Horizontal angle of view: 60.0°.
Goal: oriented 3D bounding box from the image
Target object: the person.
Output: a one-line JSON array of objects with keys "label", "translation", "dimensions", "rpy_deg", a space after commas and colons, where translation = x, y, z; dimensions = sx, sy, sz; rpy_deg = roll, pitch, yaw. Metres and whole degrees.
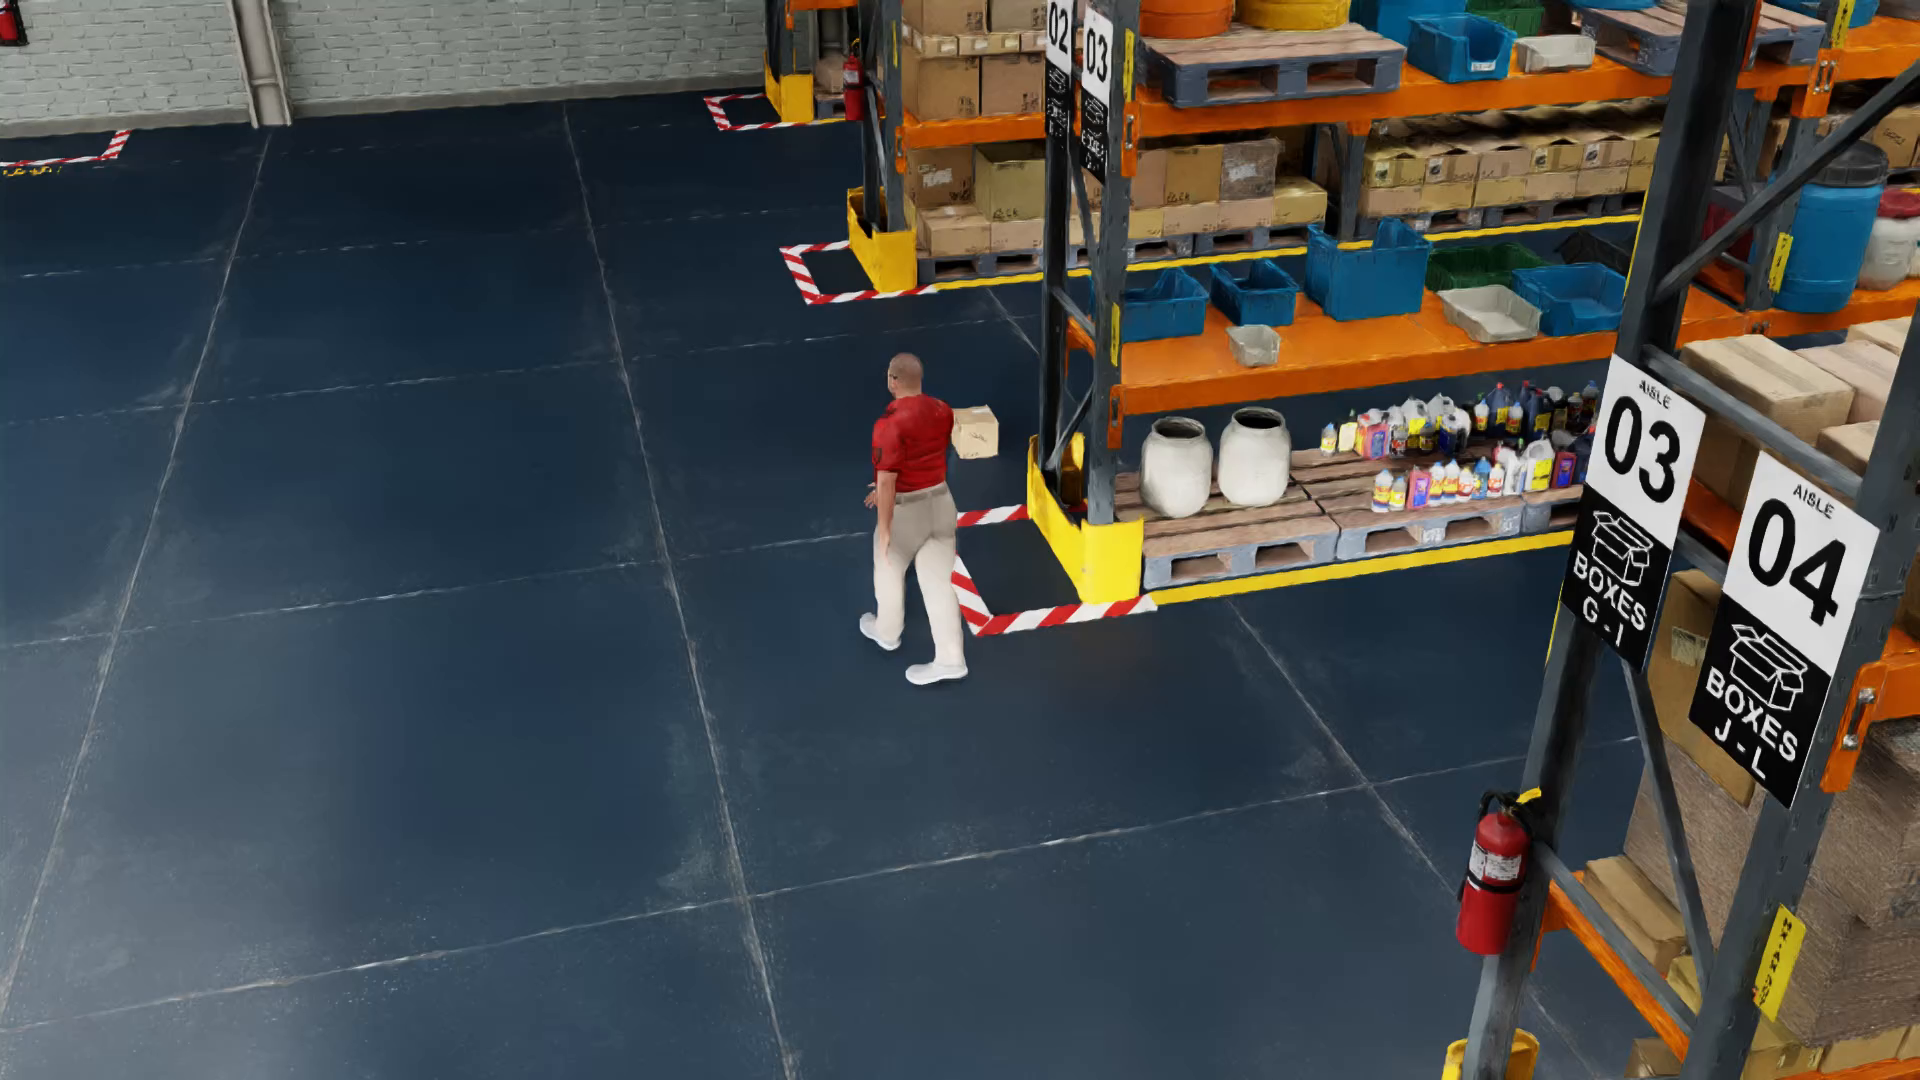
[{"label": "person", "translation": [-0.258, -0.127, 8.472], "dimensions": [0.582, 1.699, 0.797], "rpy_deg": [-21, 36, -31]}]
